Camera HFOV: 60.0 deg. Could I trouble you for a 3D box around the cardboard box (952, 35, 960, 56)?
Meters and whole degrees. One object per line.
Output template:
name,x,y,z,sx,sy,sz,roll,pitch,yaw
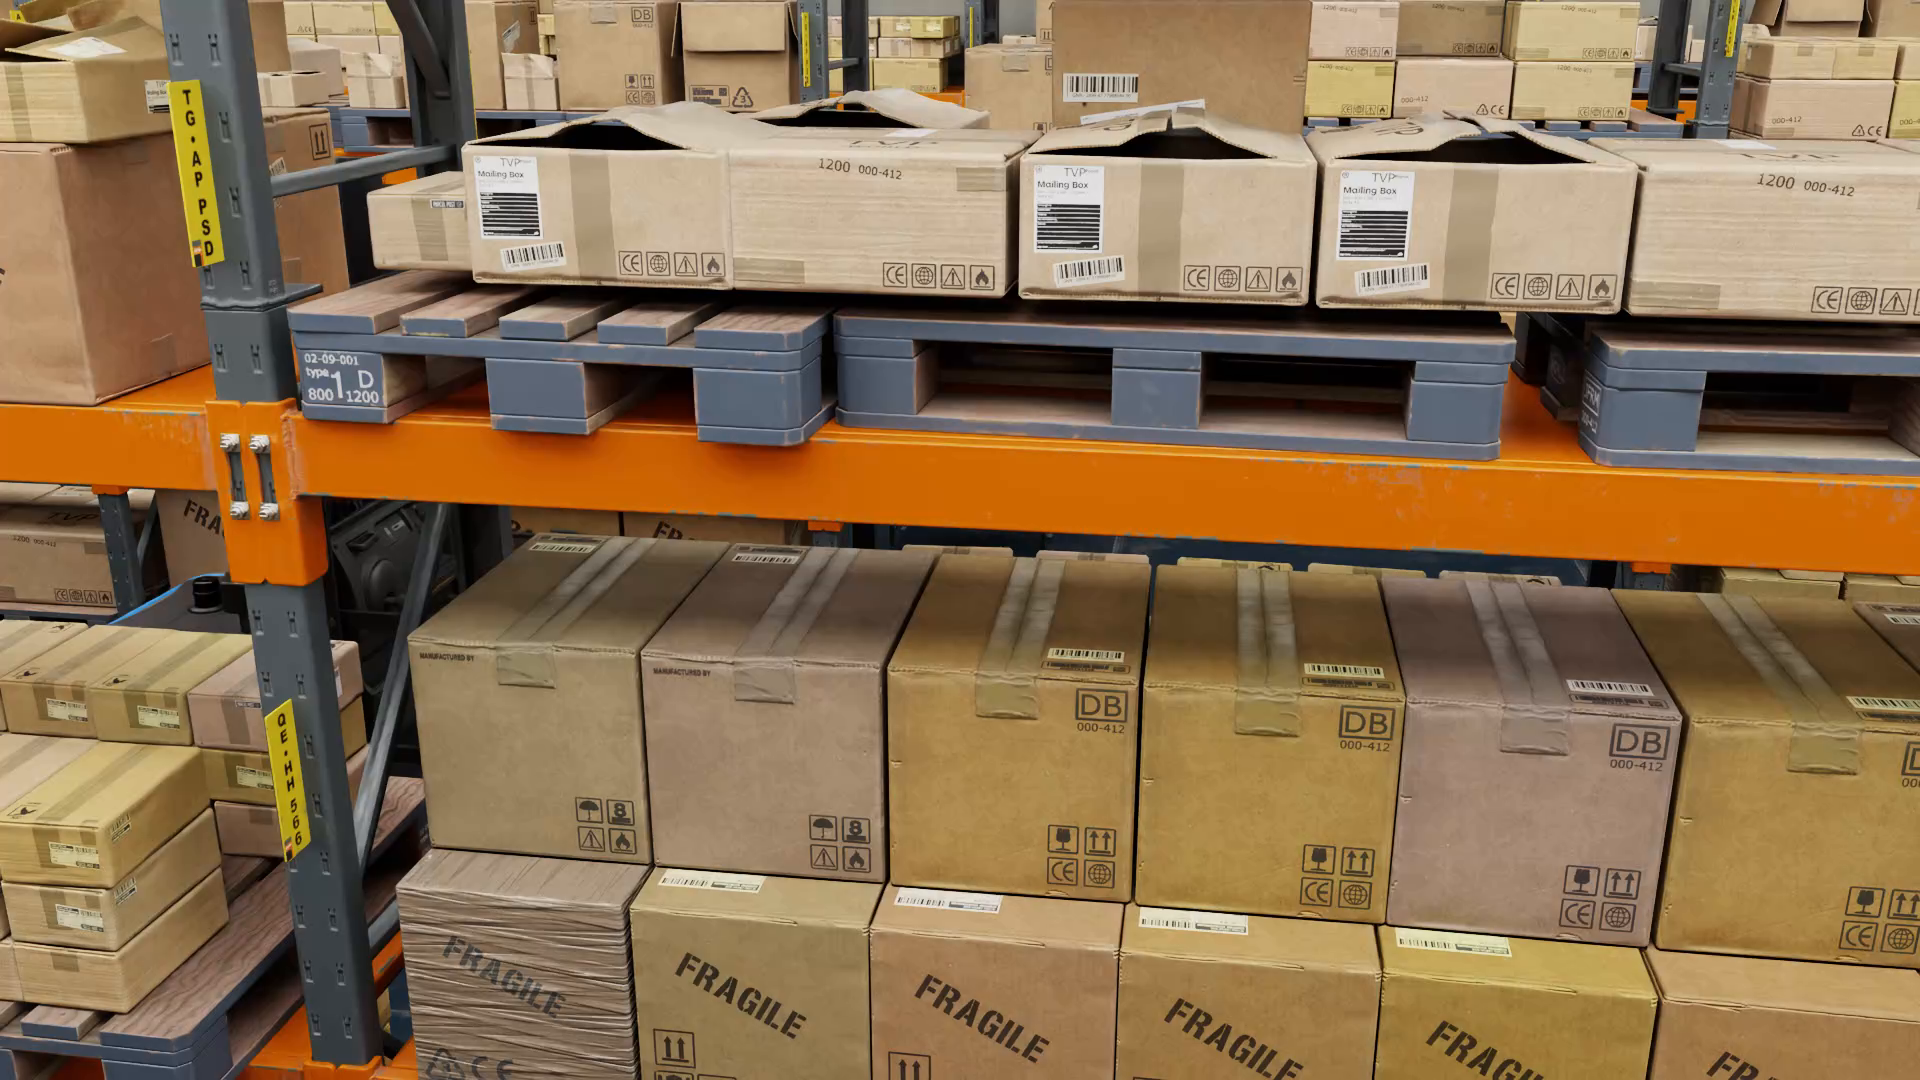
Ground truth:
cardboard box,-0.150,-3.911,13.146,0.250,0.149,0.380,3,19,9

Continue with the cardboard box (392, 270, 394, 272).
cardboard box,-2.659,-1.266,8.626,0.500,0.500,0.500,3,19,8

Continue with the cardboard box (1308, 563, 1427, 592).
cardboard box,2.110,0.465,8.665,0.625,0.372,0.950,4,19,12

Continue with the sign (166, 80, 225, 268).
sign,-1.385,-0.664,3.019,0.005,0.325,0.100,3,19,9

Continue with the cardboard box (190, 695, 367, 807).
cardboard box,-1.742,0.525,4.271,0.250,0.149,0.380,4,19,11

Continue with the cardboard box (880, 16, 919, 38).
cardboard box,-0.457,-3.930,12.734,0.250,0.149,0.380,2,19,7

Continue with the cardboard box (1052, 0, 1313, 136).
cardboard box,0.464,-0.883,3.511,0.500,0.500,0.500,3,19,9

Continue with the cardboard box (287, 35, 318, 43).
cardboard box,-5.312,-3.969,13.479,0.500,0.250,0.500,3,19,10

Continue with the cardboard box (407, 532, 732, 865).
cardboard box,-0.855,0.338,3.833,0.500,0.500,0.700,3,19,8

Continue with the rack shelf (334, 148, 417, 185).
rack shelf,-2.586,-1.904,8.674,4.000,0.370,1.077,3,19,9

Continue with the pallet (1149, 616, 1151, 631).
pallet,1.361,0.702,8.873,1.213,0.211,1.003,3,19,9

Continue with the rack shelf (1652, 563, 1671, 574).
rack shelf,5.313,-0.079,7.946,4.000,0.370,1.077,3,19,9

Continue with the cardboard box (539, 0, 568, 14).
cardboard box,-3.198,-4.370,13.362,0.258,0.266,0.396,3,19,9

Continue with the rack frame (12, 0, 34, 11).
rack frame,-4.560,-3.769,8.385,0.127,3.000,1.000,3,19,9

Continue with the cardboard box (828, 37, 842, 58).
cardboard box,-0.976,-3.800,12.813,0.250,0.149,0.380,3,19,9

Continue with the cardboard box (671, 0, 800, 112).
cardboard box,-1.007,-2.365,8.091,0.637,0.503,0.797,2,19,5

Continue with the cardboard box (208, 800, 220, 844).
cardboard box,-1.971,0.654,4.355,0.250,0.149,0.380,4,19,11

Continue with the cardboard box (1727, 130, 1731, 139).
cardboard box,3.699,-1.904,7.936,0.250,0.149,0.380,3,19,9

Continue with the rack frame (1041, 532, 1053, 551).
rack frame,0.586,-0.681,10.976,0.032,1.500,0.500,3,19,9

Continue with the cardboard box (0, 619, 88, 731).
cardboard box,-2.491,0.347,4.334,0.250,0.149,0.380,2,19,6

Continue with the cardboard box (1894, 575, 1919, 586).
cardboard box,4.500,0.085,7.789,0.250,0.149,0.380,4,19,11

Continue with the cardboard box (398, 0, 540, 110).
cardboard box,-2.397,-2.389,8.170,0.500,0.500,0.500,3,19,9

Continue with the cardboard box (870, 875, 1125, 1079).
cardboard box,0.104,0.943,3.598,0.500,0.500,0.500,3,19,9

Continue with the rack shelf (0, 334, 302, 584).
rack shelf,-3.271,-0.349,4.024,4.000,0.370,1.077,3,19,9

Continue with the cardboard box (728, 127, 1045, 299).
cardboard box,-0.122,-0.634,3.160,0.500,0.250,0.500,3,19,10

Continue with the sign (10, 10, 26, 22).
sign,-4.647,-2.455,8.246,0.005,0.325,0.100,3,19,9

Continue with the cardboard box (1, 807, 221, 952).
cardboard box,-1.856,0.730,3.659,0.250,0.149,0.380,3,19,10

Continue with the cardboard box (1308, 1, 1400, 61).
cardboard box,1.735,-2.342,7.636,0.500,0.250,0.500,3,19,10

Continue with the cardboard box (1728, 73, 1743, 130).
cardboard box,3.819,-2.076,7.819,0.500,0.250,0.500,3,19,8

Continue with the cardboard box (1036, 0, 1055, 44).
cardboard box,0.849,-3.881,12.471,0.500,0.500,0.500,3,19,9

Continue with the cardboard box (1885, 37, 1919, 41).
cardboard box,4.474,-2.253,7.721,0.250,0.149,0.380,3,19,10

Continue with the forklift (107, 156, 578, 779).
forklift,-2.050,0.000,6.685,3.031,2.935,1.130,3,19,9

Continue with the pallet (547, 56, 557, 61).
pallet,-3.144,-3.757,13.375,1.003,0.211,1.213,3,19,9

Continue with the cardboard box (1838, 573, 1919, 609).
cardboard box,4.408,0.366,7.973,0.500,0.500,0.500,4,19,11

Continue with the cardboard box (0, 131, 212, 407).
cardboard box,-1.901,-0.586,3.441,0.500,0.500,0.500,3,19,9

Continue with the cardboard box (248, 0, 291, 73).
cardboard box,-3.736,-2.458,8.374,0.500,0.500,0.500,3,19,8

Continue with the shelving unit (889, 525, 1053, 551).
shelving unit,0.084,-0.707,11.052,1.048,1.500,0.538,3,19,9

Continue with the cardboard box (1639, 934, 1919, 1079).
cardboard box,1.596,1.019,3.371,0.500,0.500,0.500,3,19,8

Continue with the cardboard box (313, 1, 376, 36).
cardboard box,-4.816,-4.181,13.325,0.500,0.250,0.500,3,19,8

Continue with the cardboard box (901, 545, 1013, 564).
cardboard box,-0.055,0.356,8.991,0.625,0.372,0.950,2,19,5

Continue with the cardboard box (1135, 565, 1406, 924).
cardboard box,0.656,0.413,3.607,0.500,0.500,0.700,3,19,8

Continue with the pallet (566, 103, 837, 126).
pallet,-1.255,-2.071,8.336,1.003,0.211,1.213,4,19,11

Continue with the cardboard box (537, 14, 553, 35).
cardboard box,-3.277,-4.026,12.990,0.250,0.149,0.380,3,19,10

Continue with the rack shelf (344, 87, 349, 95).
rack shelf,-5.752,-3.661,13.924,4.000,0.370,1.077,3,19,9

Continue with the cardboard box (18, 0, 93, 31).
cardboard box,-2.161,-1.132,3.868,0.258,0.266,0.396,3,19,9

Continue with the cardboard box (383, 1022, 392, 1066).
cardboard box,-1.954,1.704,4.760,0.500,0.500,0.500,2,19,6

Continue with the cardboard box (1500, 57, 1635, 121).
cardboard box,2.739,-2.056,7.567,0.500,0.250,0.500,3,19,8

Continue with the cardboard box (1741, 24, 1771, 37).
cardboard box,5.539,-3.512,11.737,0.258,0.266,0.396,2,19,7

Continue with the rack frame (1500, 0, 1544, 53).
rack frame,4.122,-4.921,11.829,0.127,3.000,1.000,3,19,9

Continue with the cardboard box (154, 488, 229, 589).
cardboard box,-3.936,-0.109,9.589,0.875,0.875,0.875,4,19,10

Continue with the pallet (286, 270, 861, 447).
pallet,-0.652,-0.484,3.592,1.003,0.211,1.213,4,19,11

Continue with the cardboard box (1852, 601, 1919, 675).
cardboard box,2.162,0.490,3.378,0.500,0.500,0.700,3,19,8

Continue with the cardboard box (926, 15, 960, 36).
cardboard box,-0.147,-4.064,13.135,0.250,0.149,0.380,2,19,7

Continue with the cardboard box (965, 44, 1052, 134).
cardboard box,0.323,-2.141,8.091,0.500,0.500,0.700,3,19,9

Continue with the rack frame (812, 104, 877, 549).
rack frame,-0.611,-0.722,8.735,0.127,3.000,1.000,3,19,9

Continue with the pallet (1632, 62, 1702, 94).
pallet,4.968,-3.422,12.215,1.213,0.211,1.003,3,19,9

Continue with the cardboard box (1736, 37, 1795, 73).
cardboard box,3.686,-2.255,7.727,0.250,0.149,0.380,3,19,10
